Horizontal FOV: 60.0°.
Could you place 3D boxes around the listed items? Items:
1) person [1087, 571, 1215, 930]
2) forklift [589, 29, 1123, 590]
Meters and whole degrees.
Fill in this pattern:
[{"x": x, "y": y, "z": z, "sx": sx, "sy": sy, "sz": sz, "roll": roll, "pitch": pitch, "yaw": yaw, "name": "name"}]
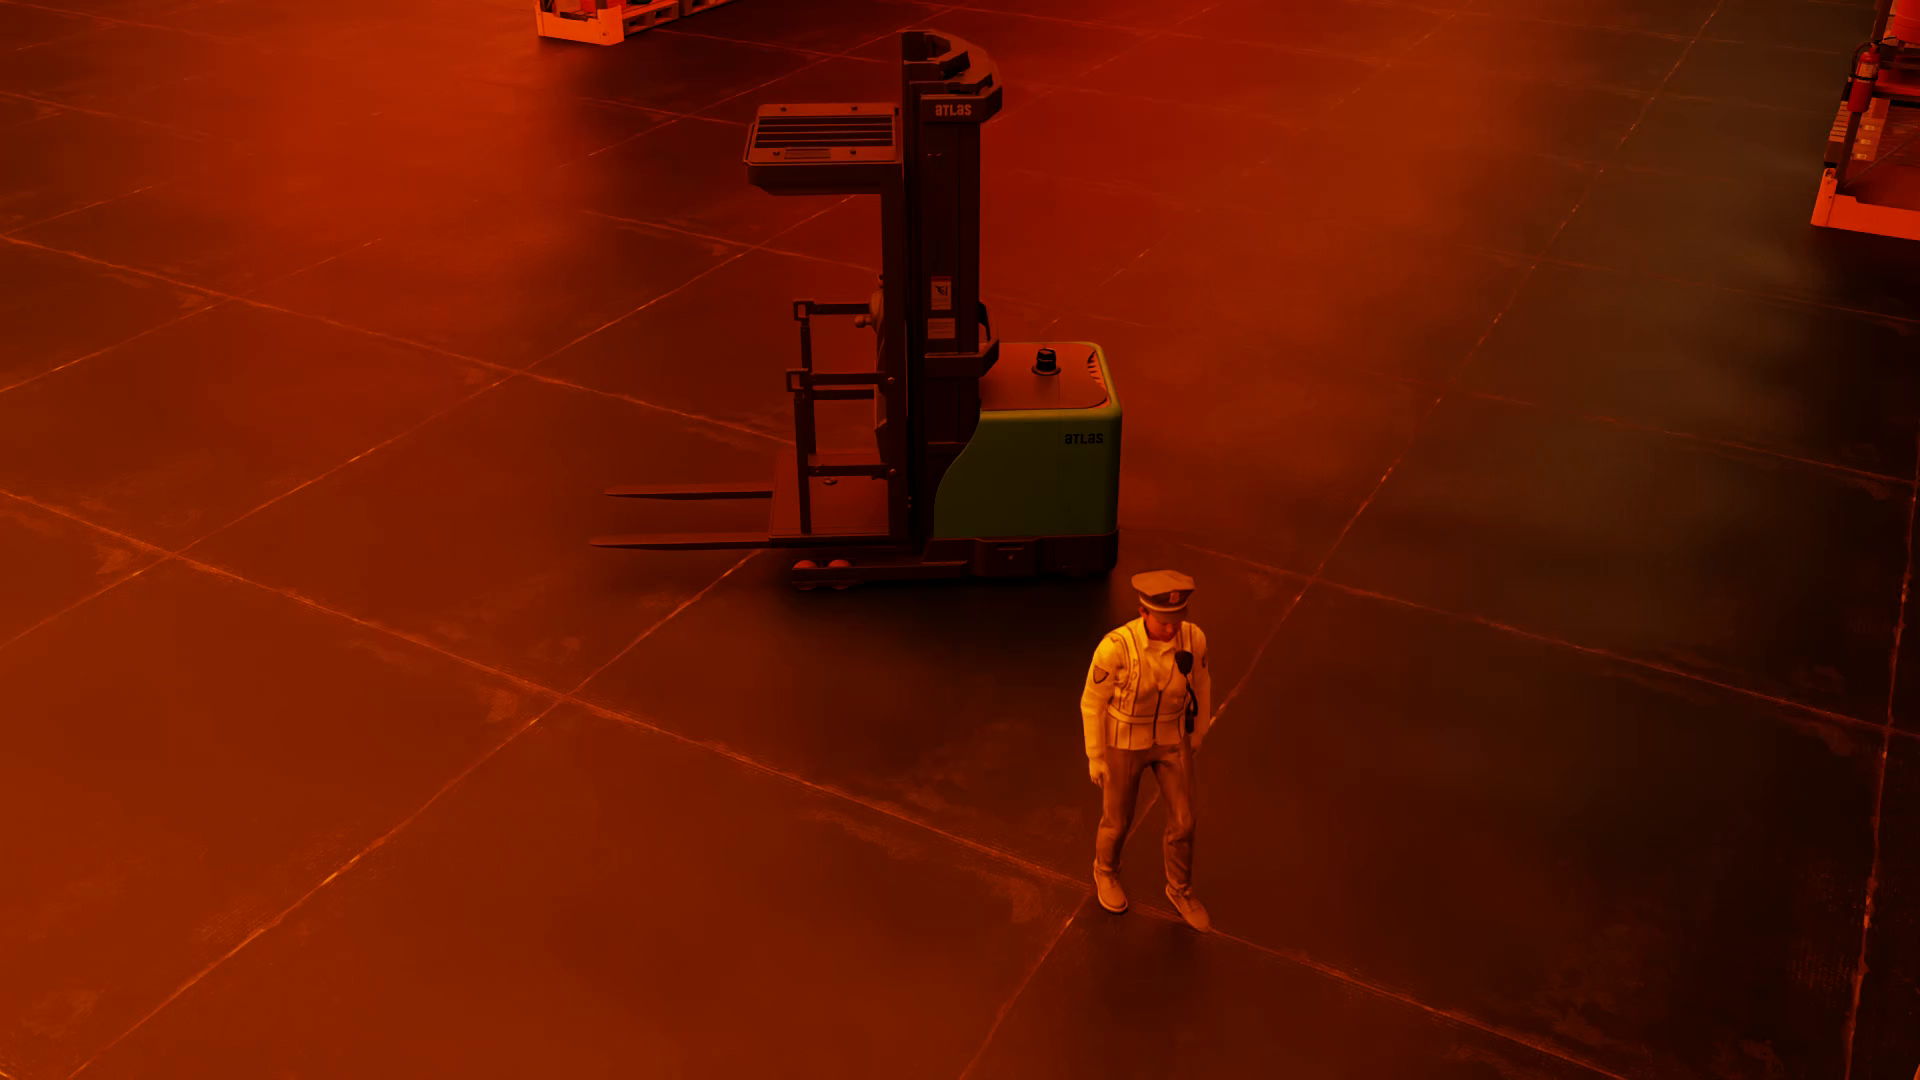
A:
[{"x": 0.795, "y": 0.847, "z": 6.872, "sx": 0.547, "sy": 1.665, "sz": 0.374, "roll": -8, "pitch": 31, "yaw": -14, "name": "person"}, {"x": -0.625, "y": -1.254, "z": 9.244, "sx": 3.031, "sy": 2.935, "sz": 1.130, "roll": -1, "pitch": 30, "yaw": -2, "name": "forklift"}]
